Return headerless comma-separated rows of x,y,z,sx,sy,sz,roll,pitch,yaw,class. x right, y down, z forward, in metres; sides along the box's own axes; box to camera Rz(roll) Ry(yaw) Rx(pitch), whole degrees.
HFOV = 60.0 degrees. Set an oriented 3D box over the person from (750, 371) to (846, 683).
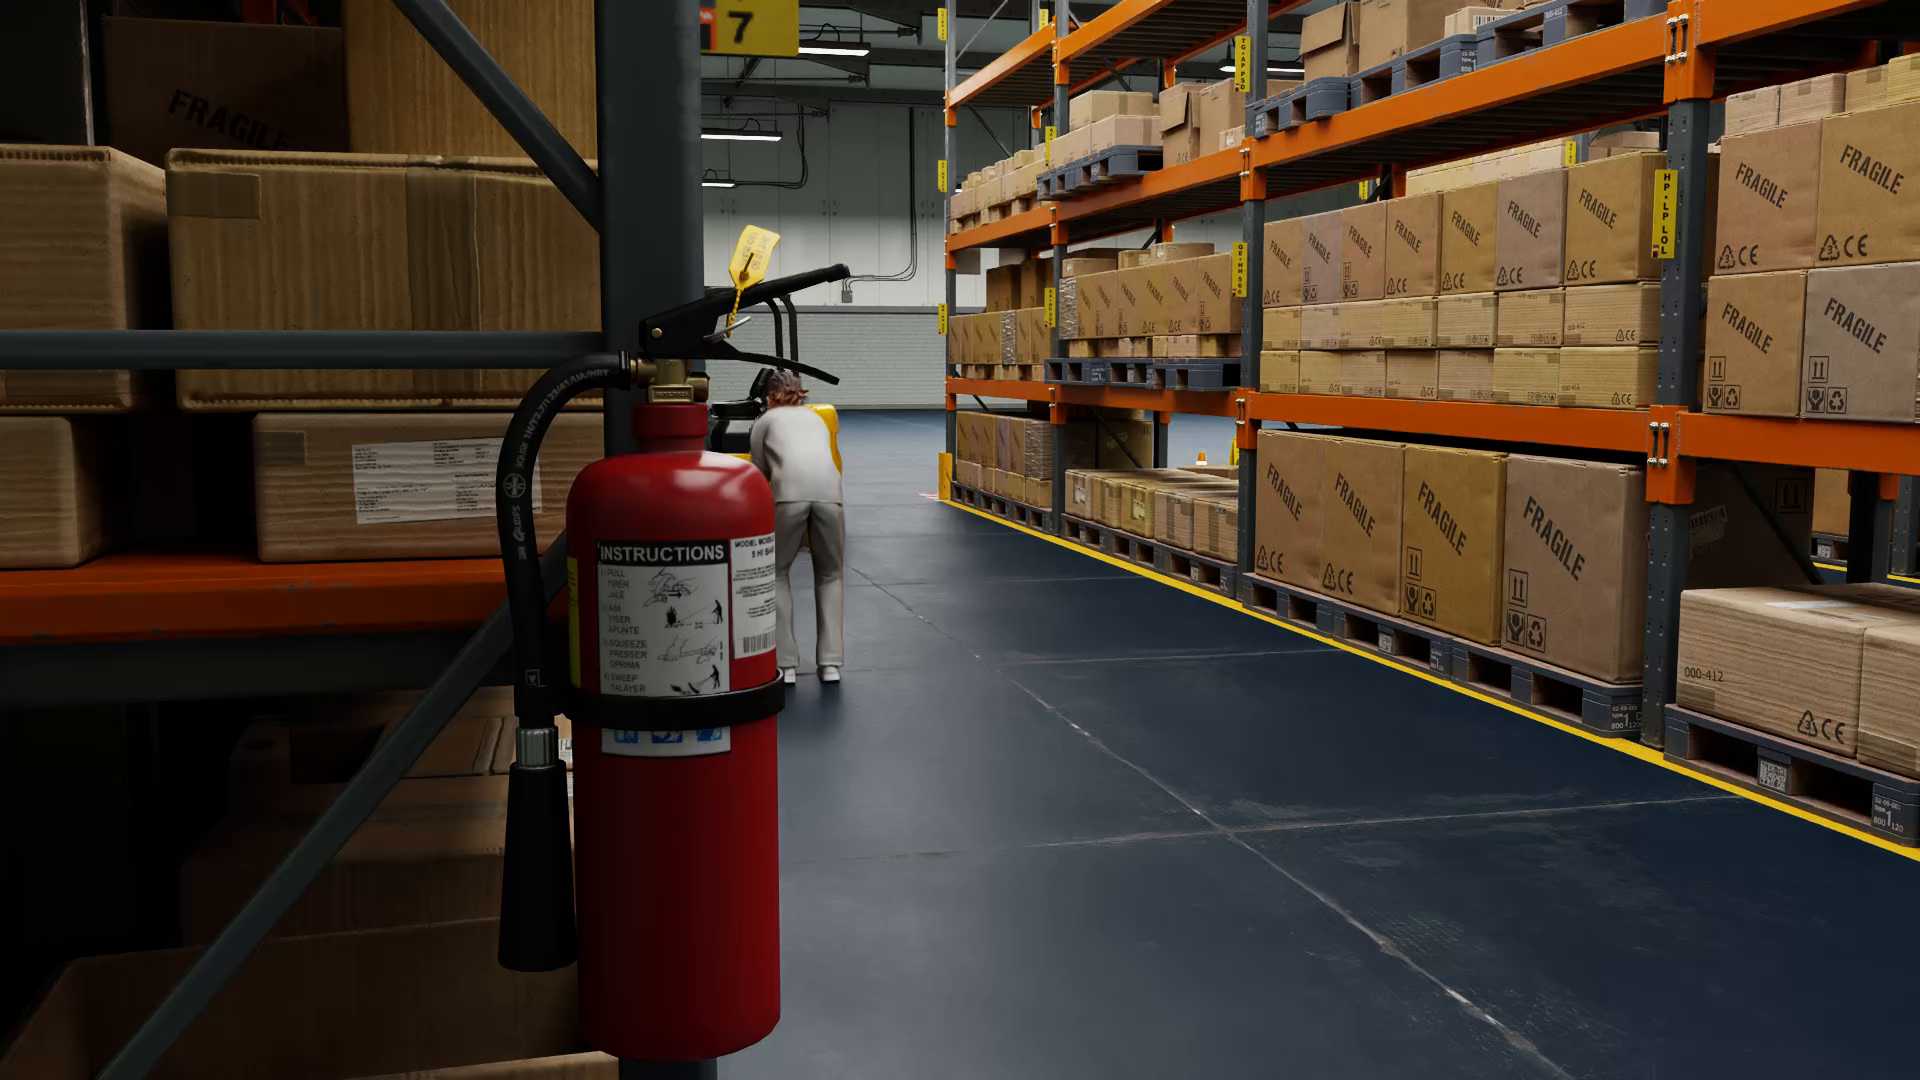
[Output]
-0.780,-0.075,7.923,0.415,1.446,0.723,-2,6,-16,person
